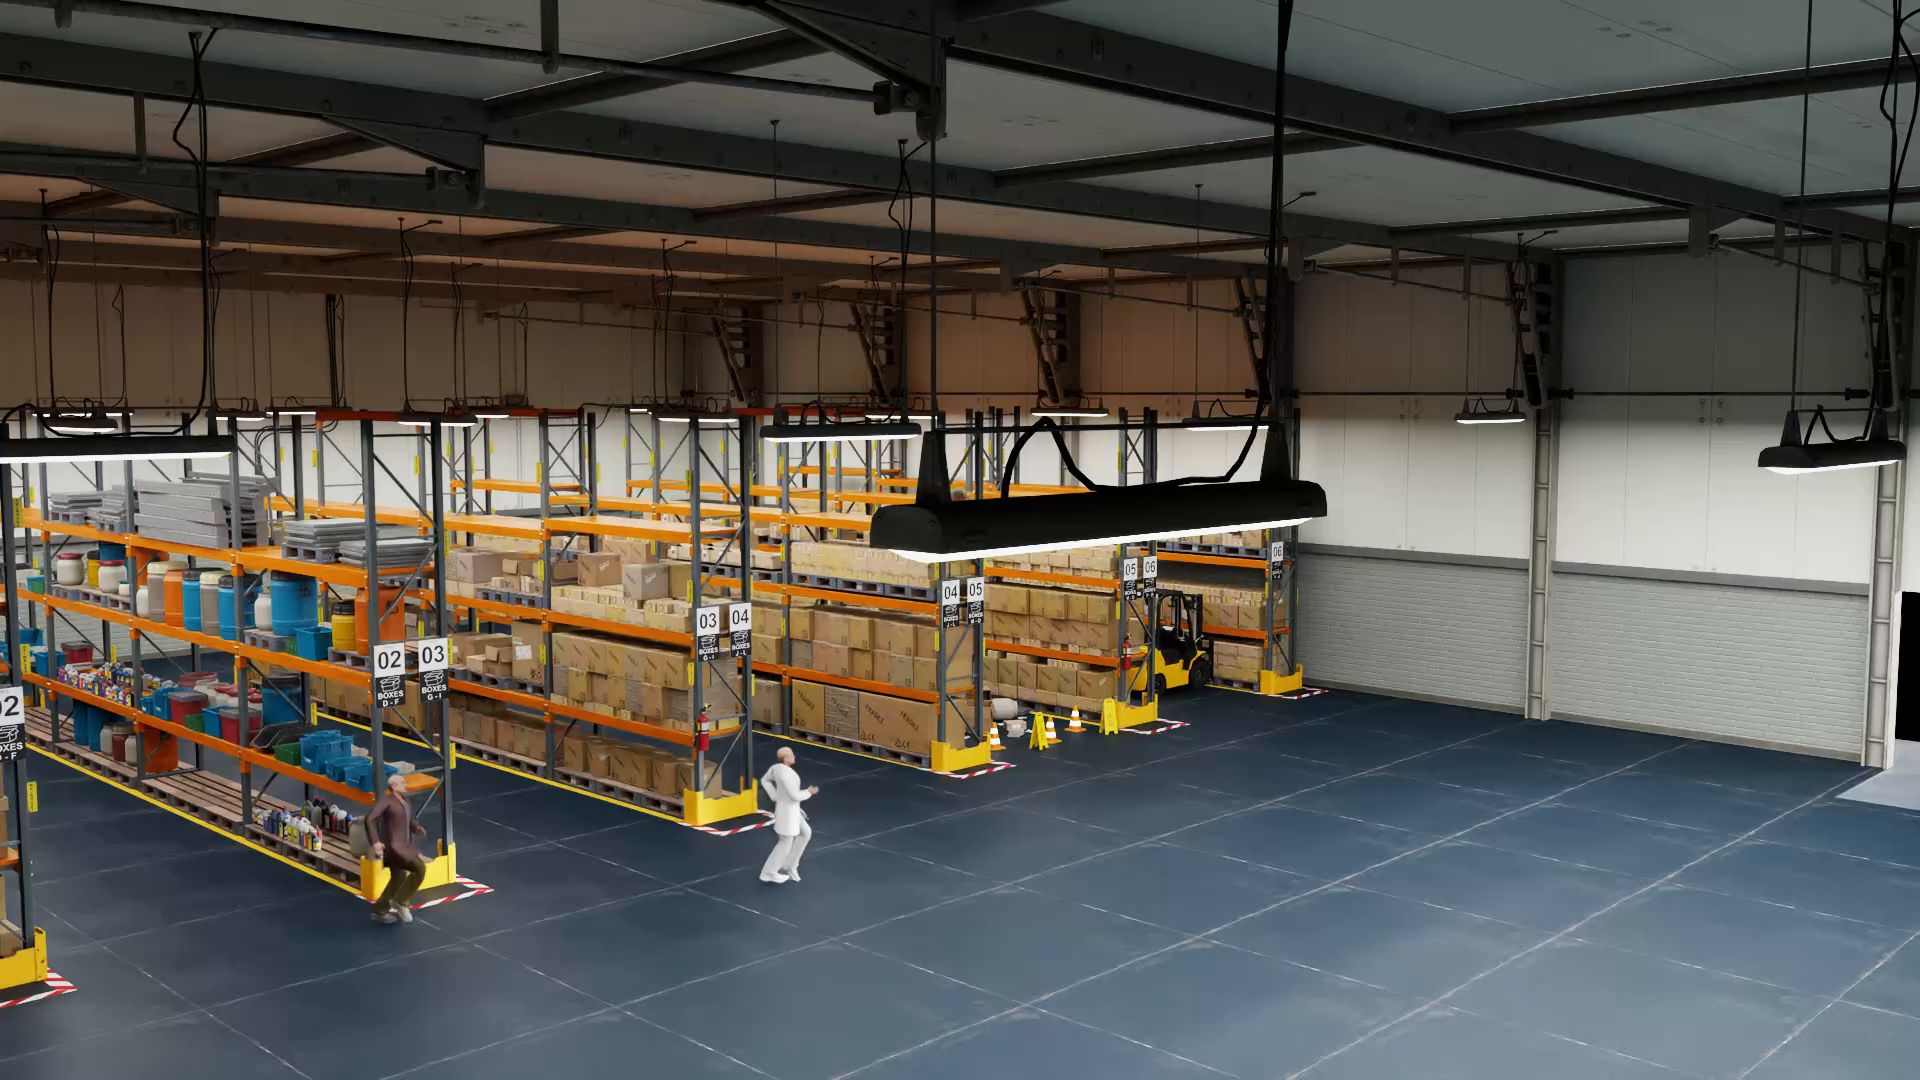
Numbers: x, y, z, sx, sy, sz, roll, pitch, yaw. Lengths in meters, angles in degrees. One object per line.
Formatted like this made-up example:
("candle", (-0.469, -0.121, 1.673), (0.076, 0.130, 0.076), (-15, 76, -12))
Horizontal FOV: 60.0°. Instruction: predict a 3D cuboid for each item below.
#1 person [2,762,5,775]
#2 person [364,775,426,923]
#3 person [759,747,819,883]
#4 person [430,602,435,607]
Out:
("person", (-15.103, 3.188, 25.755), (0.752, 1.757, 0.663), (3, 6, 29))
("person", (-6.707, 3.687, 19.957), (0.681, 1.713, 0.696), (0, 5, 1))
("person", (-2.209, 3.554, 21.432), (0.786, 1.811, 0.674), (-1, 5, -14))
("person", (-11.803, 2.218, 37.100), (0.623, 1.699, 0.610), (-5, 7, -43))
